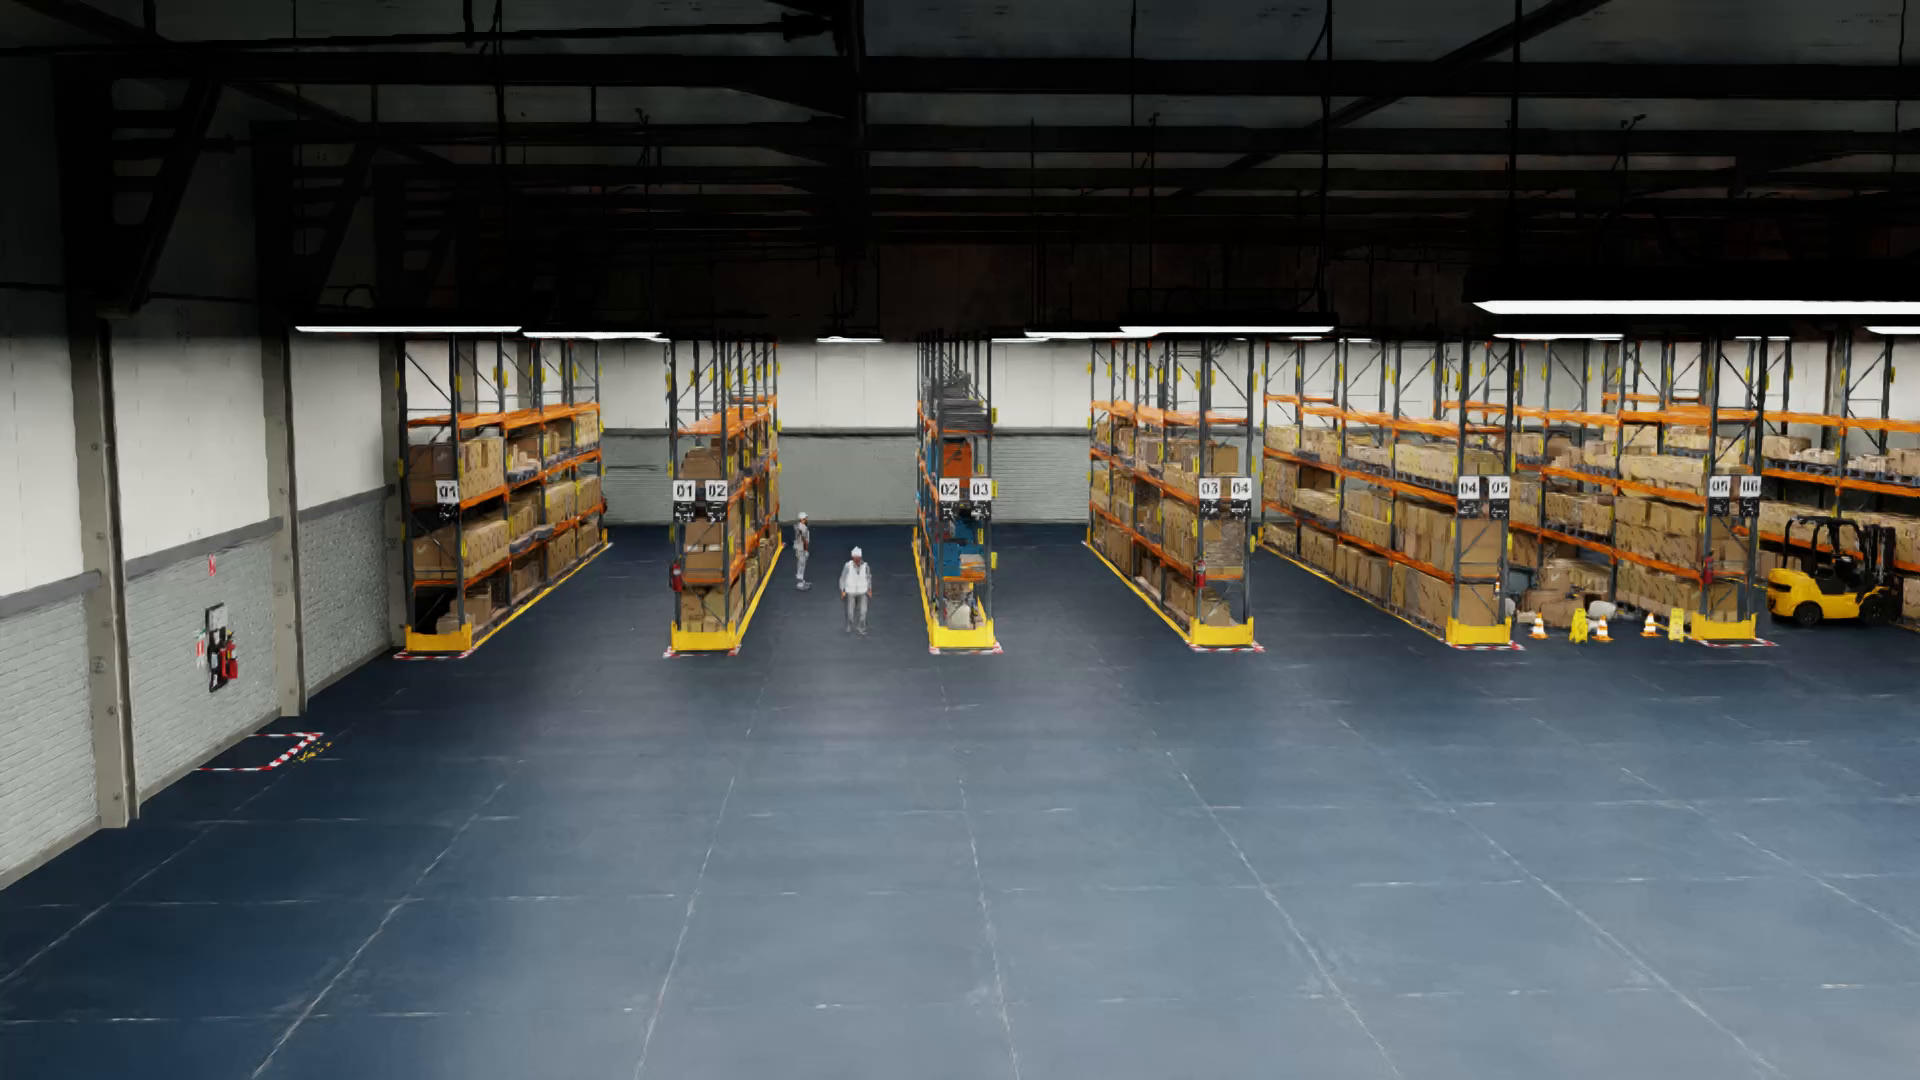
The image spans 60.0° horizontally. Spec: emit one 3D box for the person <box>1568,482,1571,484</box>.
[{"bbox_3d":[18.193,-0.919,49.581,0.355,1.592,0.517,-4,8,-32],"label":"person"}]

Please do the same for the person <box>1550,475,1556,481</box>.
[{"bbox_3d":[18.670,-1.257,52.394,0.502,1.609,0.909,2,7,14],"label":"person"}]

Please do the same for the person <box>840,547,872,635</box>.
[{"bbox_3d":[-2.065,0.989,32.901,0.660,1.741,0.682,-1,7,-11],"label":"person"}]

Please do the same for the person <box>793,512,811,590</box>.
[{"bbox_3d":[-3.653,0.237,38.869,0.468,1.794,0.625,-3,7,-25],"label":"person"}]
